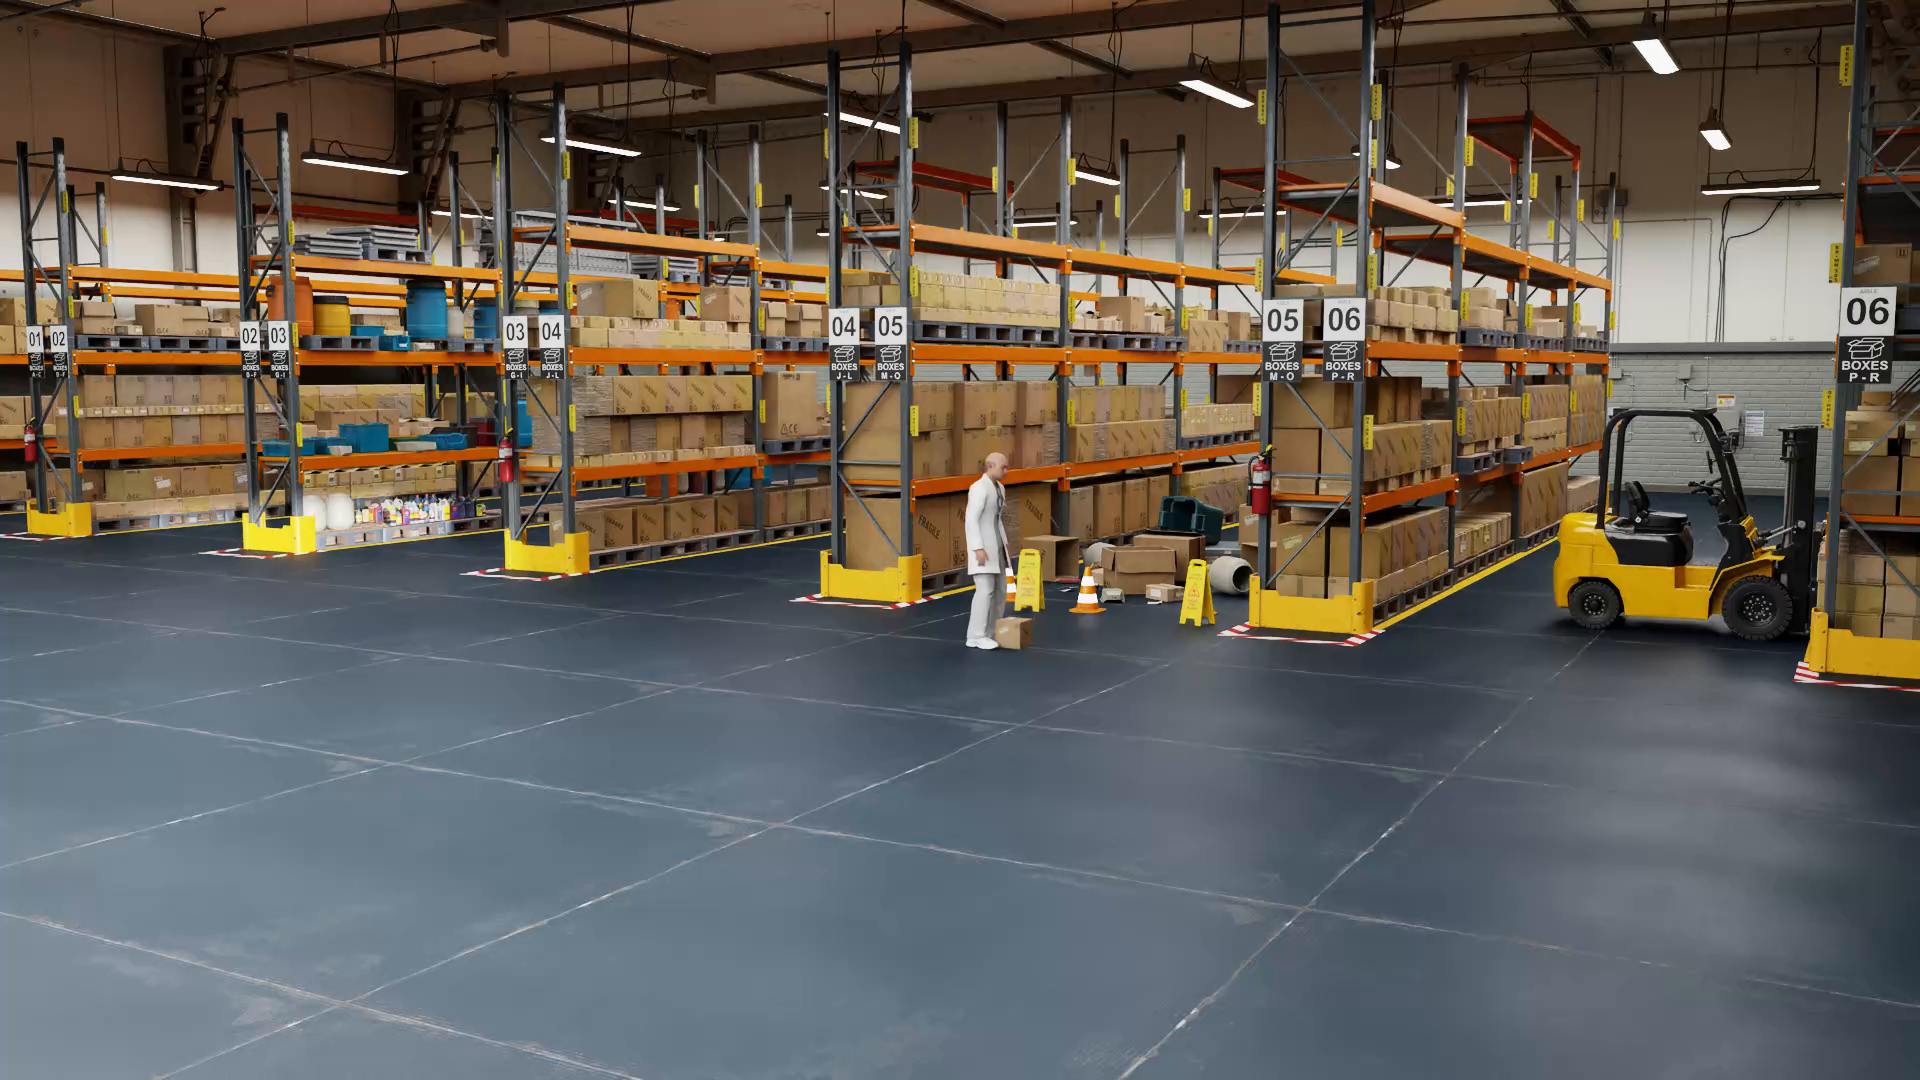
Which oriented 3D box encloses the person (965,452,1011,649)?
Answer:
[{"bbox_3d":[0.273,0.084,15.249,0.428,1.772,0.641,3,6,26],"label":"person"}]
